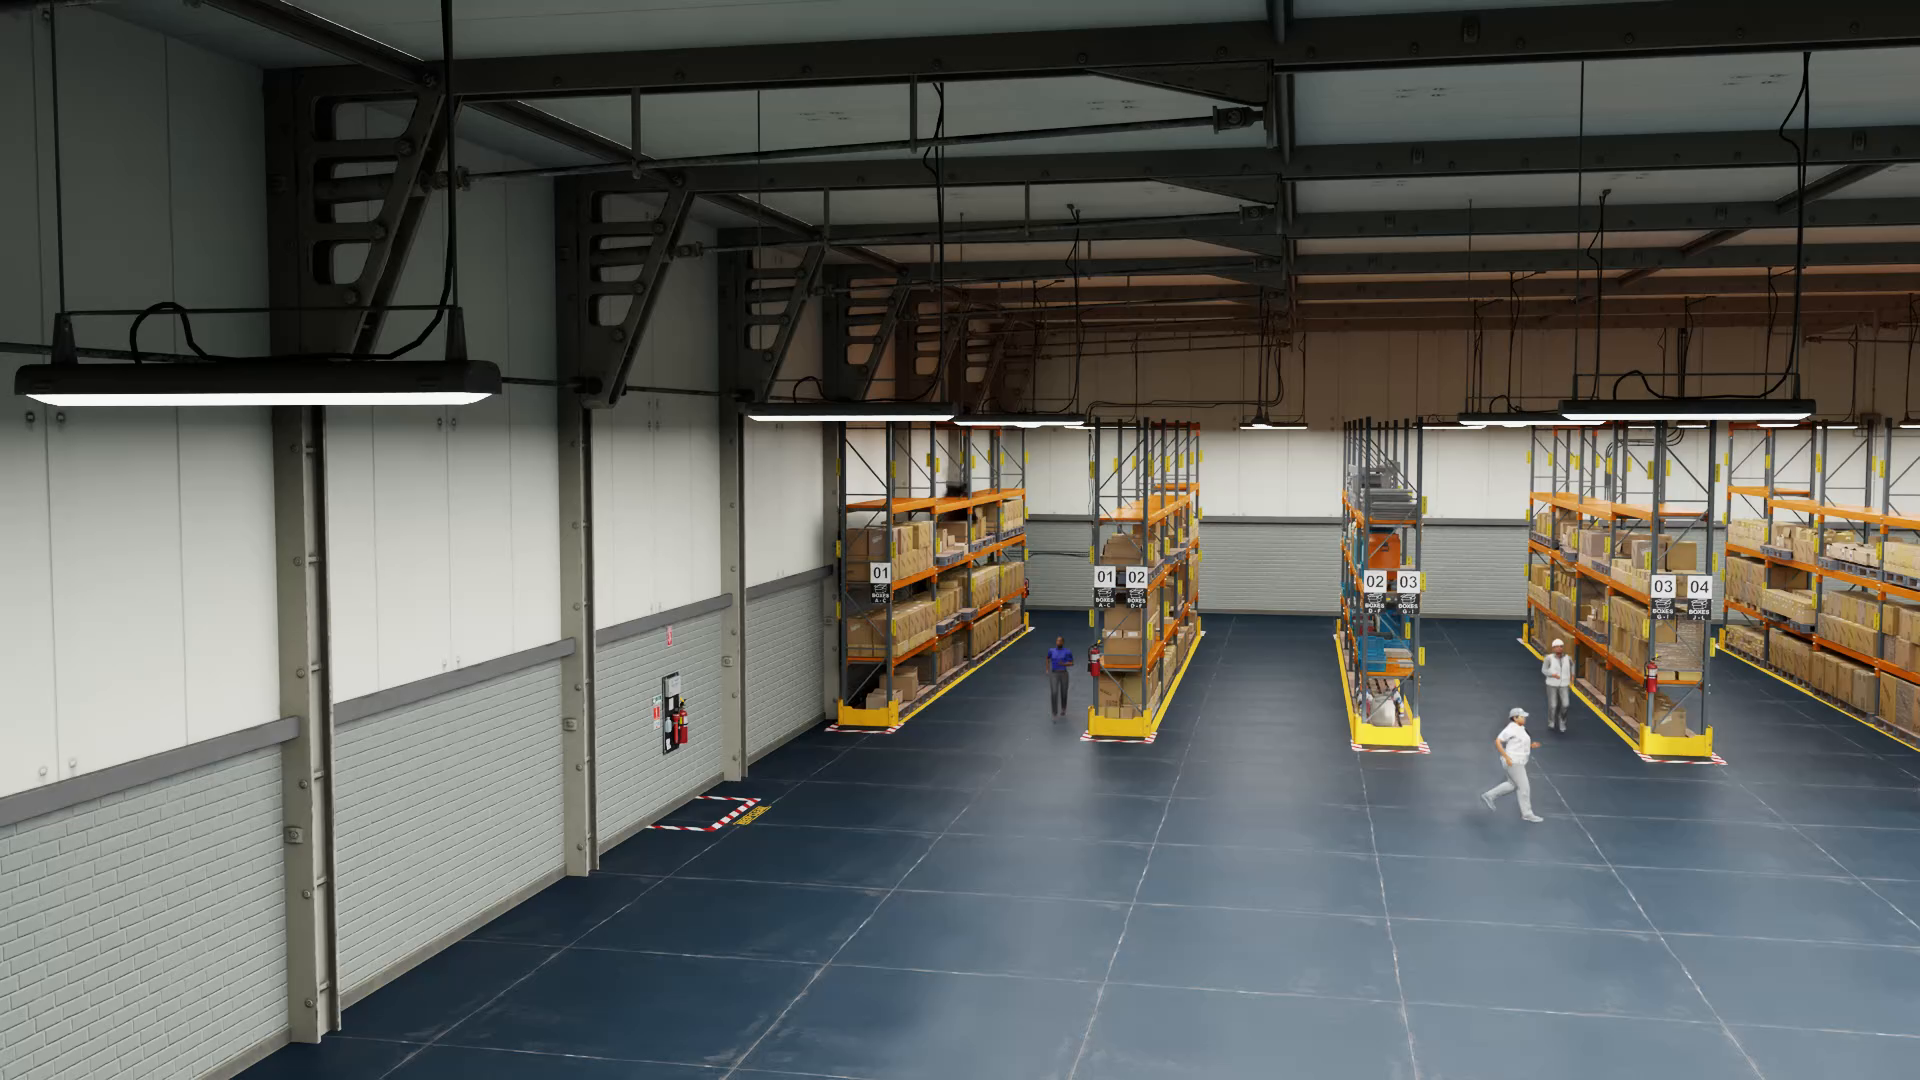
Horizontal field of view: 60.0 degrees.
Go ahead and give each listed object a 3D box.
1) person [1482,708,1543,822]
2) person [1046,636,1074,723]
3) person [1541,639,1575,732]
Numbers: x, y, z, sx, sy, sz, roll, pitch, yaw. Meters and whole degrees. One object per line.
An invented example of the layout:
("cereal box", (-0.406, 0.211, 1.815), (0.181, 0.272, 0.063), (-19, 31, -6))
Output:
("person", (8.147, 3.285, 24.519), (0.906, 1.650, 0.607), (2, 4, 31))
("person", (1.976, 2.735, 33.036), (0.562, 1.682, 0.885), (0, 4, 5))
("person", (11.445, 2.791, 31.773), (0.672, 1.801, 0.702), (0, 4, 7))
